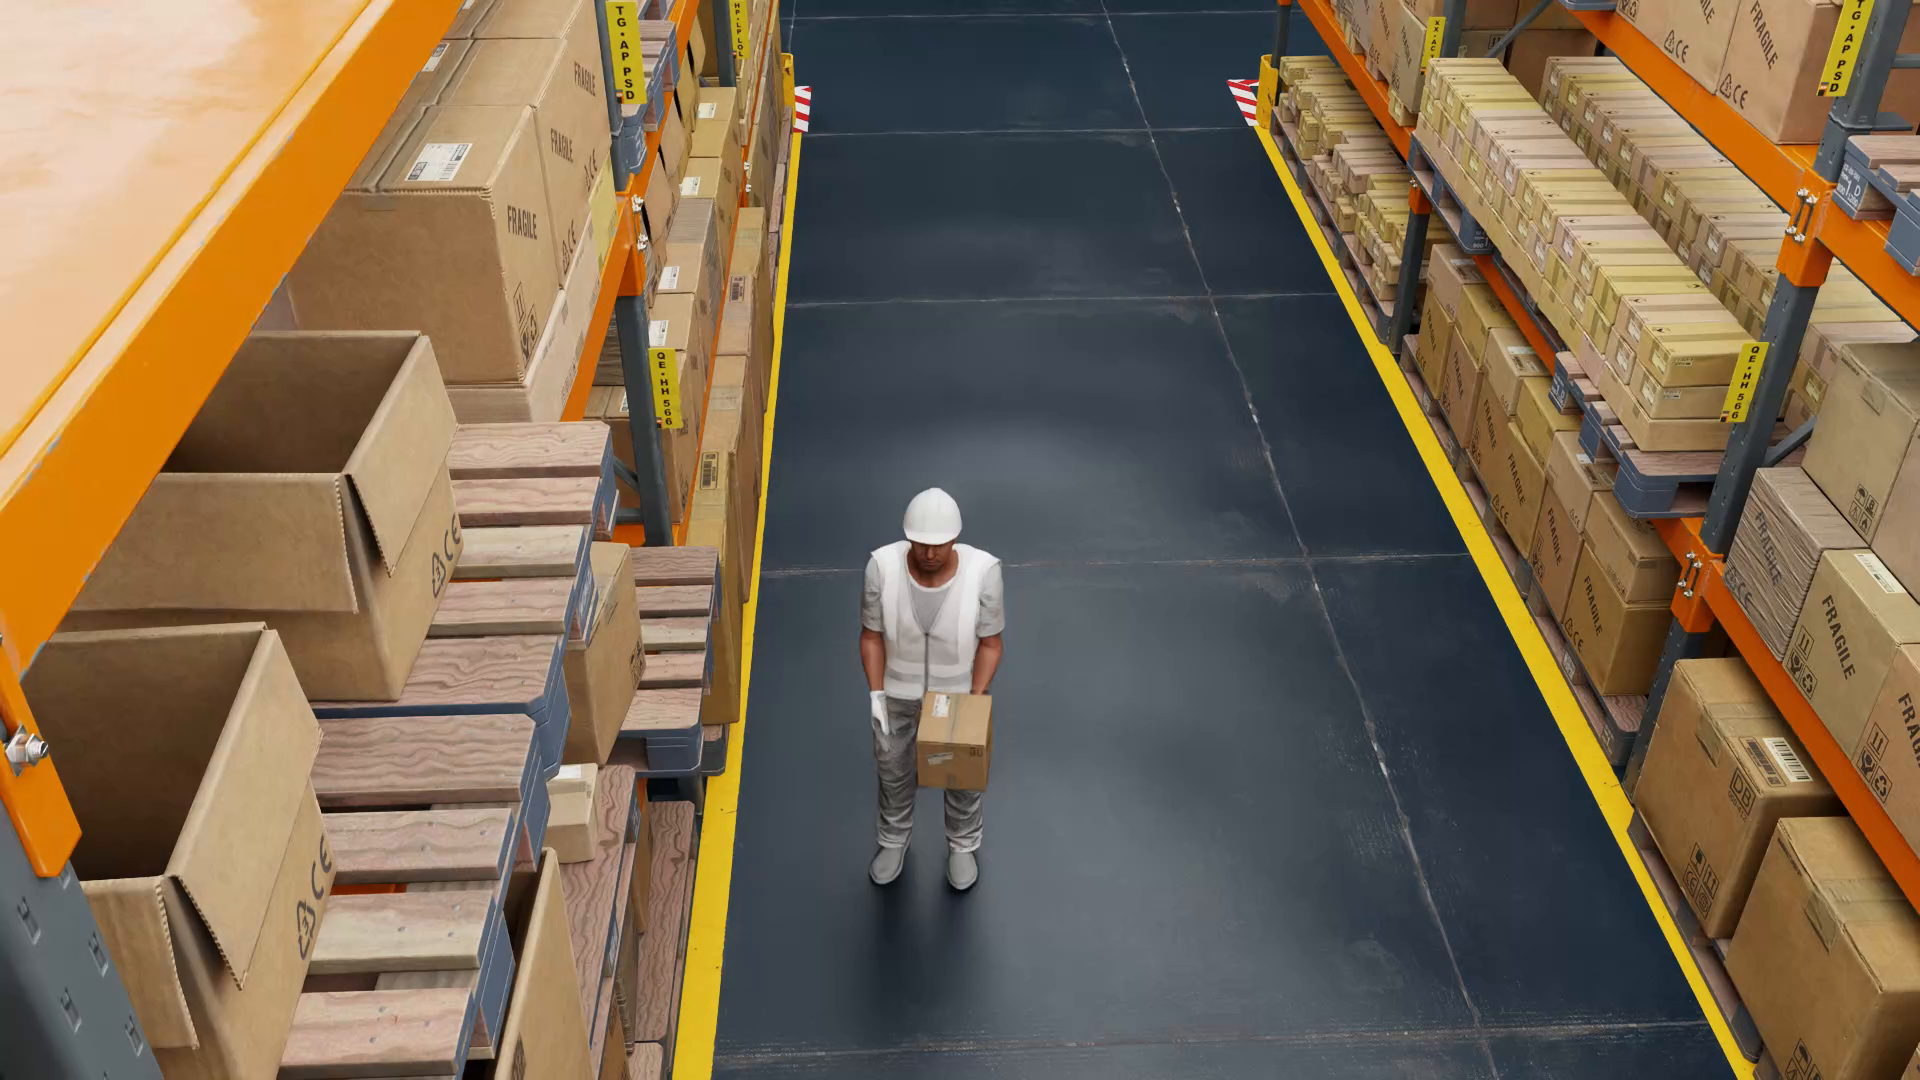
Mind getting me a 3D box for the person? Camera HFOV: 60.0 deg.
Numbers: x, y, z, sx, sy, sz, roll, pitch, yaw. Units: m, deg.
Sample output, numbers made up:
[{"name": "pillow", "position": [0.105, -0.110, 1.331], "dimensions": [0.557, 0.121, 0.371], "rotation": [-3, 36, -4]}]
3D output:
[{"name": "person", "position": [-0.112, 0.605, 6.308], "dimensions": [0.546, 1.788, 0.509], "rotation": [4, 35, 5]}]
